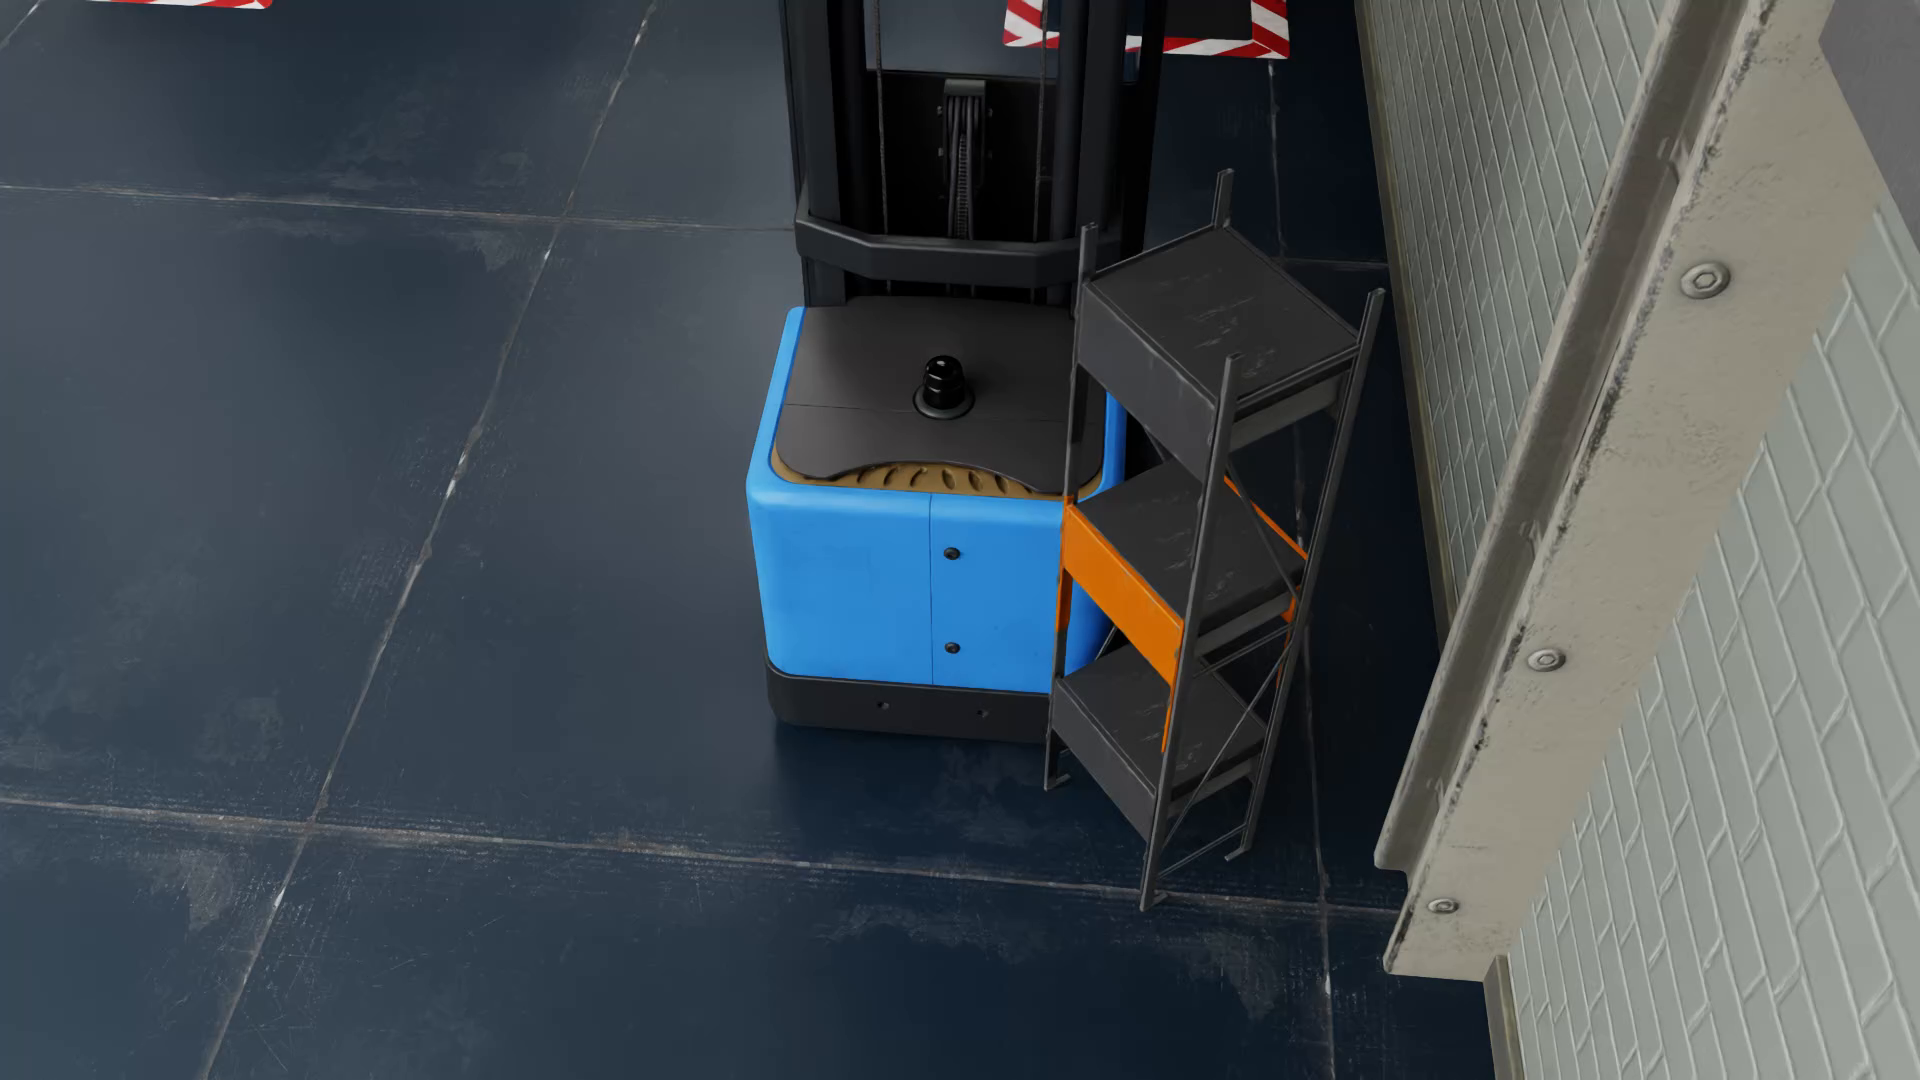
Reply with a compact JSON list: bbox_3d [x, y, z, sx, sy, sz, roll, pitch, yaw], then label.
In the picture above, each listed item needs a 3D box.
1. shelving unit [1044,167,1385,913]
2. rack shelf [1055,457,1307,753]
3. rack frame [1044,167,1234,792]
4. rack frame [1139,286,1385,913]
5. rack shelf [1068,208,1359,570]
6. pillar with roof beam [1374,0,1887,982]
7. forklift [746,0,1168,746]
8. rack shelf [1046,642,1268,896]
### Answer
[{"bbox_3d":[0.558,0.125,4.213,0.431,2.100,0.503,-25,52,-21],"label":"shelving unit"},{"bbox_3d":[0.558,0.134,4.223,0.431,0.518,0.480,-25,52,-21],"label":"rack shelf"},{"bbox_3d":[0.427,-0.027,4.352,0.400,2.100,0.015,-25,52,-21],"label":"rack frame"},{"bbox_3d":[0.688,0.277,4.074,0.400,2.100,0.015,-25,52,-21],"label":"rack frame"},{"bbox_3d":[0.558,-0.338,3.706,0.431,0.518,0.480,-25,52,-21],"label":"rack shelf"},{"bbox_3d":[-2.930,-2.252,1.712,9.100,9.000,0.400,4,48,4],"label":"pillar with roof beam"},{"bbox_3d":[0.058,-1.452,5.092,1.130,2.935,3.031,4,48,4],"label":"forklift"},{"bbox_3d":[0.558,0.607,4.739,0.431,0.518,0.480,-25,52,-21],"label":"rack shelf"}]
